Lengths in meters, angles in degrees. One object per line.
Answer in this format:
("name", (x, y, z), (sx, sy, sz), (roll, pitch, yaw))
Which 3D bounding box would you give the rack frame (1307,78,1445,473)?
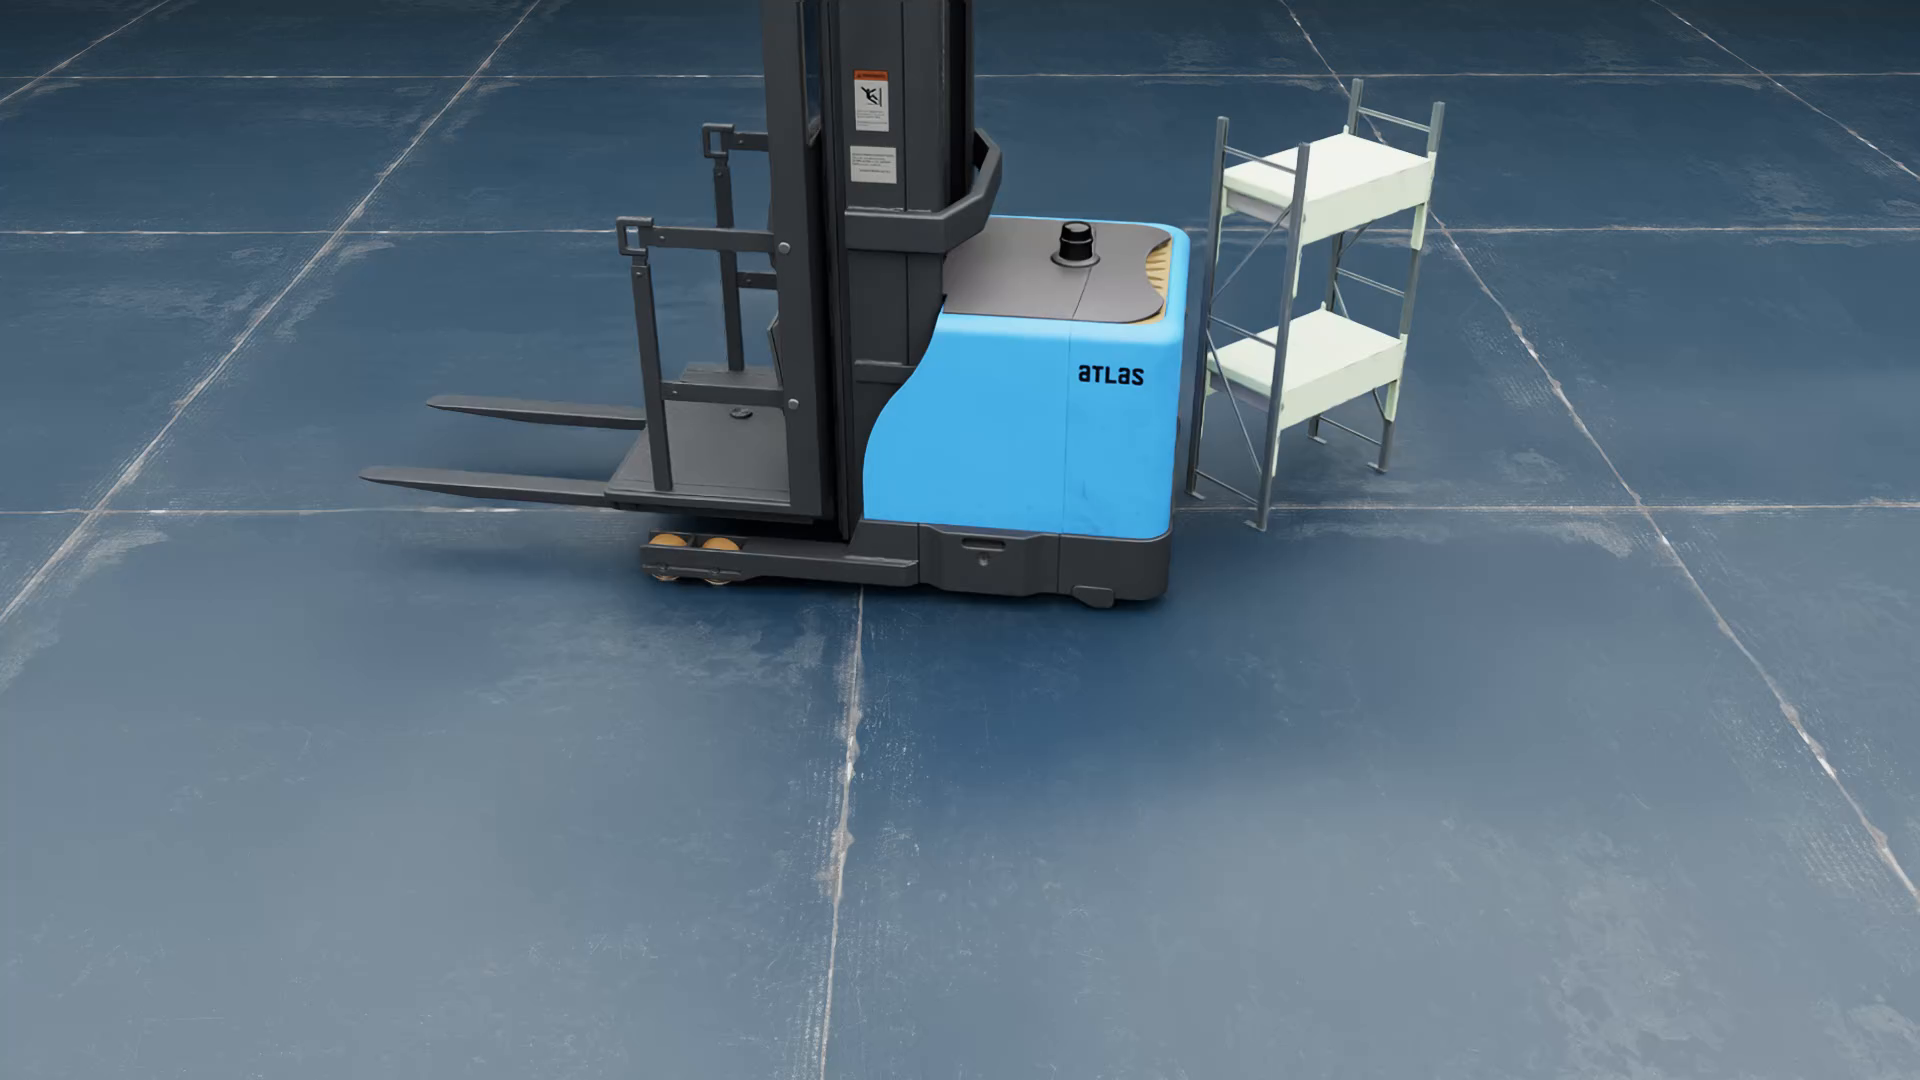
("rack frame", (1.590, -0.993, 6.438), (0.023, 1.500, 0.400), (-23, 39, -33))

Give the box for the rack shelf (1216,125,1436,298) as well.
("rack shelf", (1.310, -1.204, 6.034), (0.720, 0.370, 0.431), (-23, 39, -33))

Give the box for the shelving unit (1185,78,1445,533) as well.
("shelving unit", (1.308, -0.871, 6.238), (0.755, 1.500, 0.431), (-23, 39, -33))

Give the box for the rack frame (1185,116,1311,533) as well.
("rack frame", (1.027, -0.750, 6.038), (0.023, 1.500, 0.400), (-23, 39, -33))

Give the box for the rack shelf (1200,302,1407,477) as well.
("rack shelf", (1.307, -0.593, 6.408), (0.720, 0.370, 0.431), (-23, 39, -33))

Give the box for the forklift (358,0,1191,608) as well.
("forklift", (-0.707, -1.358, 5.663), (3.031, 2.935, 1.130), (4, 32, 7))
